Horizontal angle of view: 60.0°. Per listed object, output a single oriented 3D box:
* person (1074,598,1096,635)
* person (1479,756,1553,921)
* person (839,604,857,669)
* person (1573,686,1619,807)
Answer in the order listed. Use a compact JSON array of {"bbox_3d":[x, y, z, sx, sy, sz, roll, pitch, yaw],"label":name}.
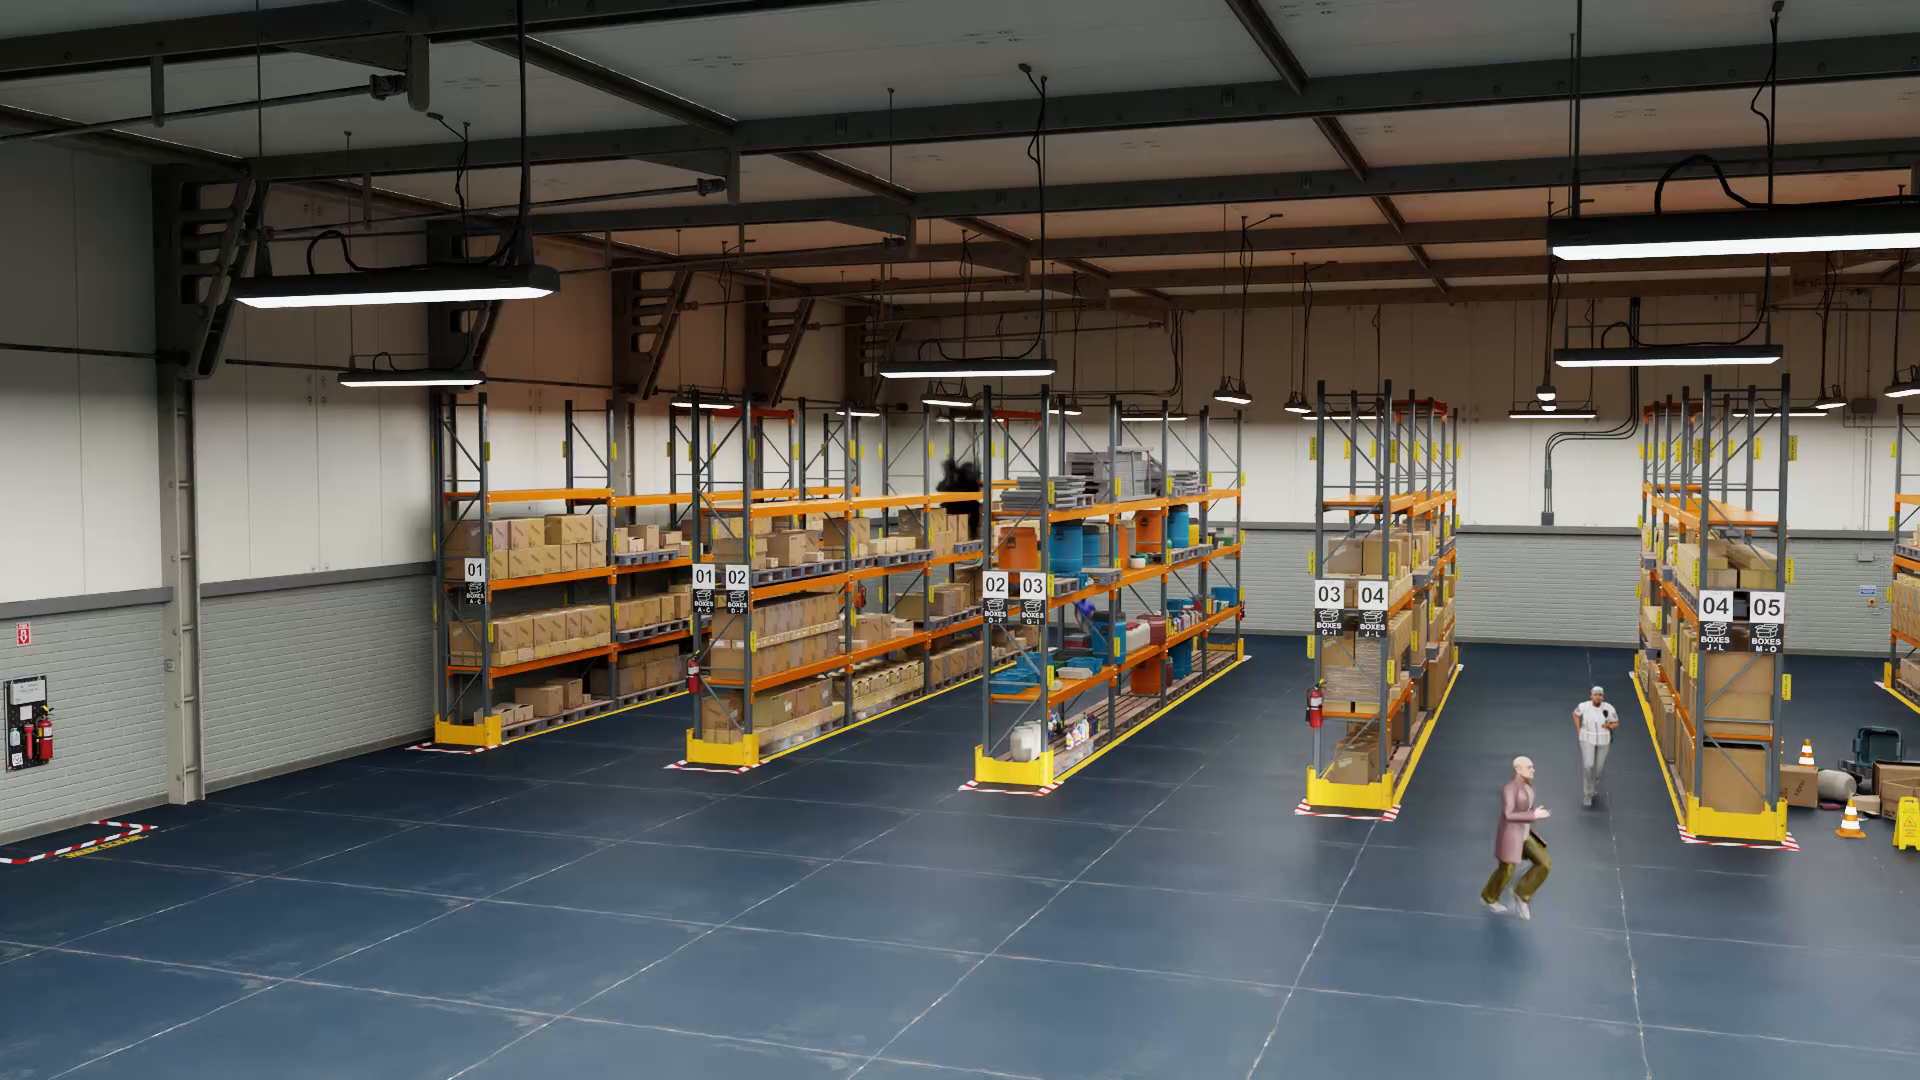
[{"bbox_3d":[3.081,2.068,40.569,0.628,1.582,0.785,1,3,10],"label":"person"},{"bbox_3d":[5.938,3.170,17.735,0.747,1.765,0.881,-3,4,-41],"label":"person"},{"bbox_3d":[-2.415,2.225,35.641,0.704,1.734,0.653,1,3,17],"label":"person"},{"bbox_3d":[9.078,2.928,23.749,0.580,1.717,0.799,1,3,10],"label":"person"}]
